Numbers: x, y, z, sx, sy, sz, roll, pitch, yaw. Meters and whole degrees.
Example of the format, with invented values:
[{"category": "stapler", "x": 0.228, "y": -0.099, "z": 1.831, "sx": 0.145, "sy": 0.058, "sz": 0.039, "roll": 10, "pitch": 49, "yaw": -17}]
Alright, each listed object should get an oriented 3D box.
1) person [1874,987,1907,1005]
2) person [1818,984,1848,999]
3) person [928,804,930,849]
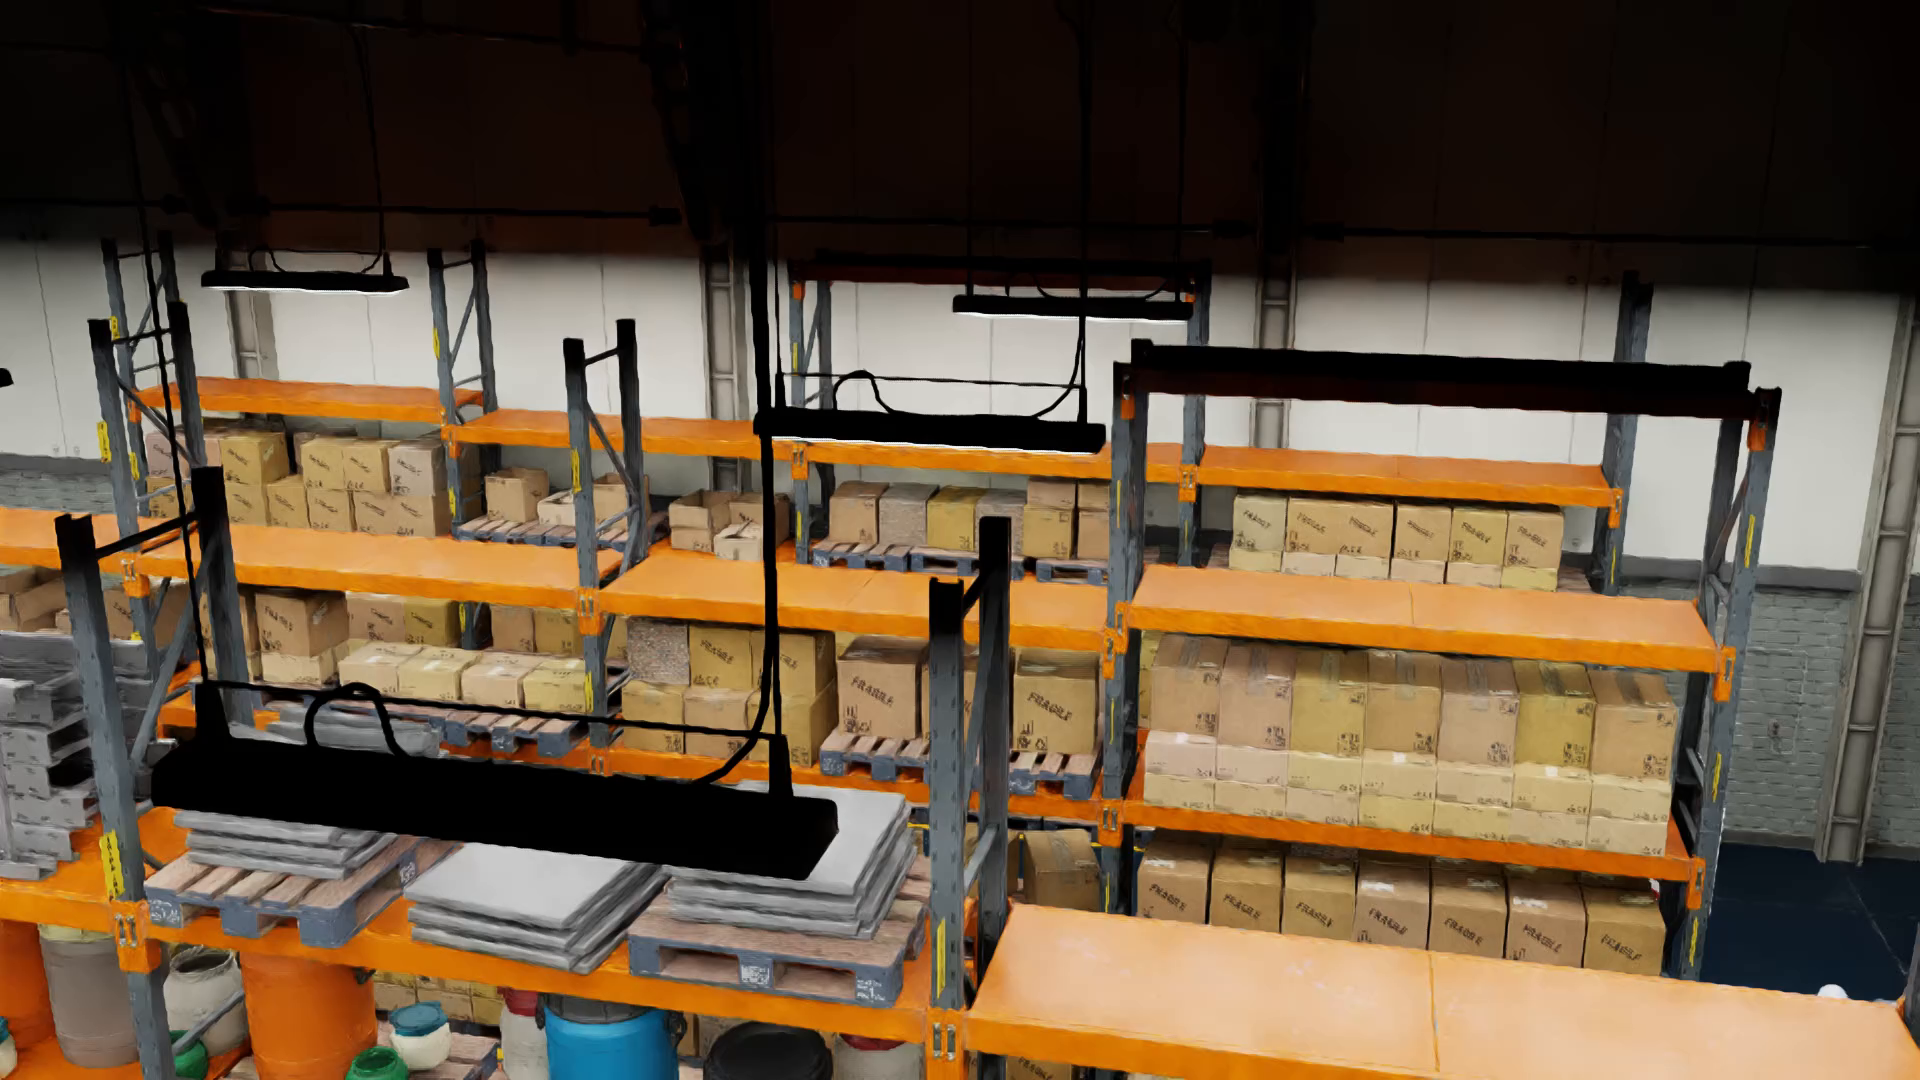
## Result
[{"category": "person", "x": 8.381, "y": 3.341, "z": 13.958, "sx": 1.031, "sy": 1.669, "sz": 0.554, "roll": 4, "pitch": 17, "yaw": 12}, {"category": "person", "x": 6.052, "y": 3.937, "z": 11.693, "sx": 0.598, "sy": 1.780, "sz": 0.616, "roll": -14, "pitch": 21, "yaw": -39}, {"category": "person", "x": -0.075, "y": 2.838, "z": 15.948, "sx": 0.519, "sy": 1.541, "sz": 0.566, "roll": 3, "pitch": 17, "yaw": 10}]
